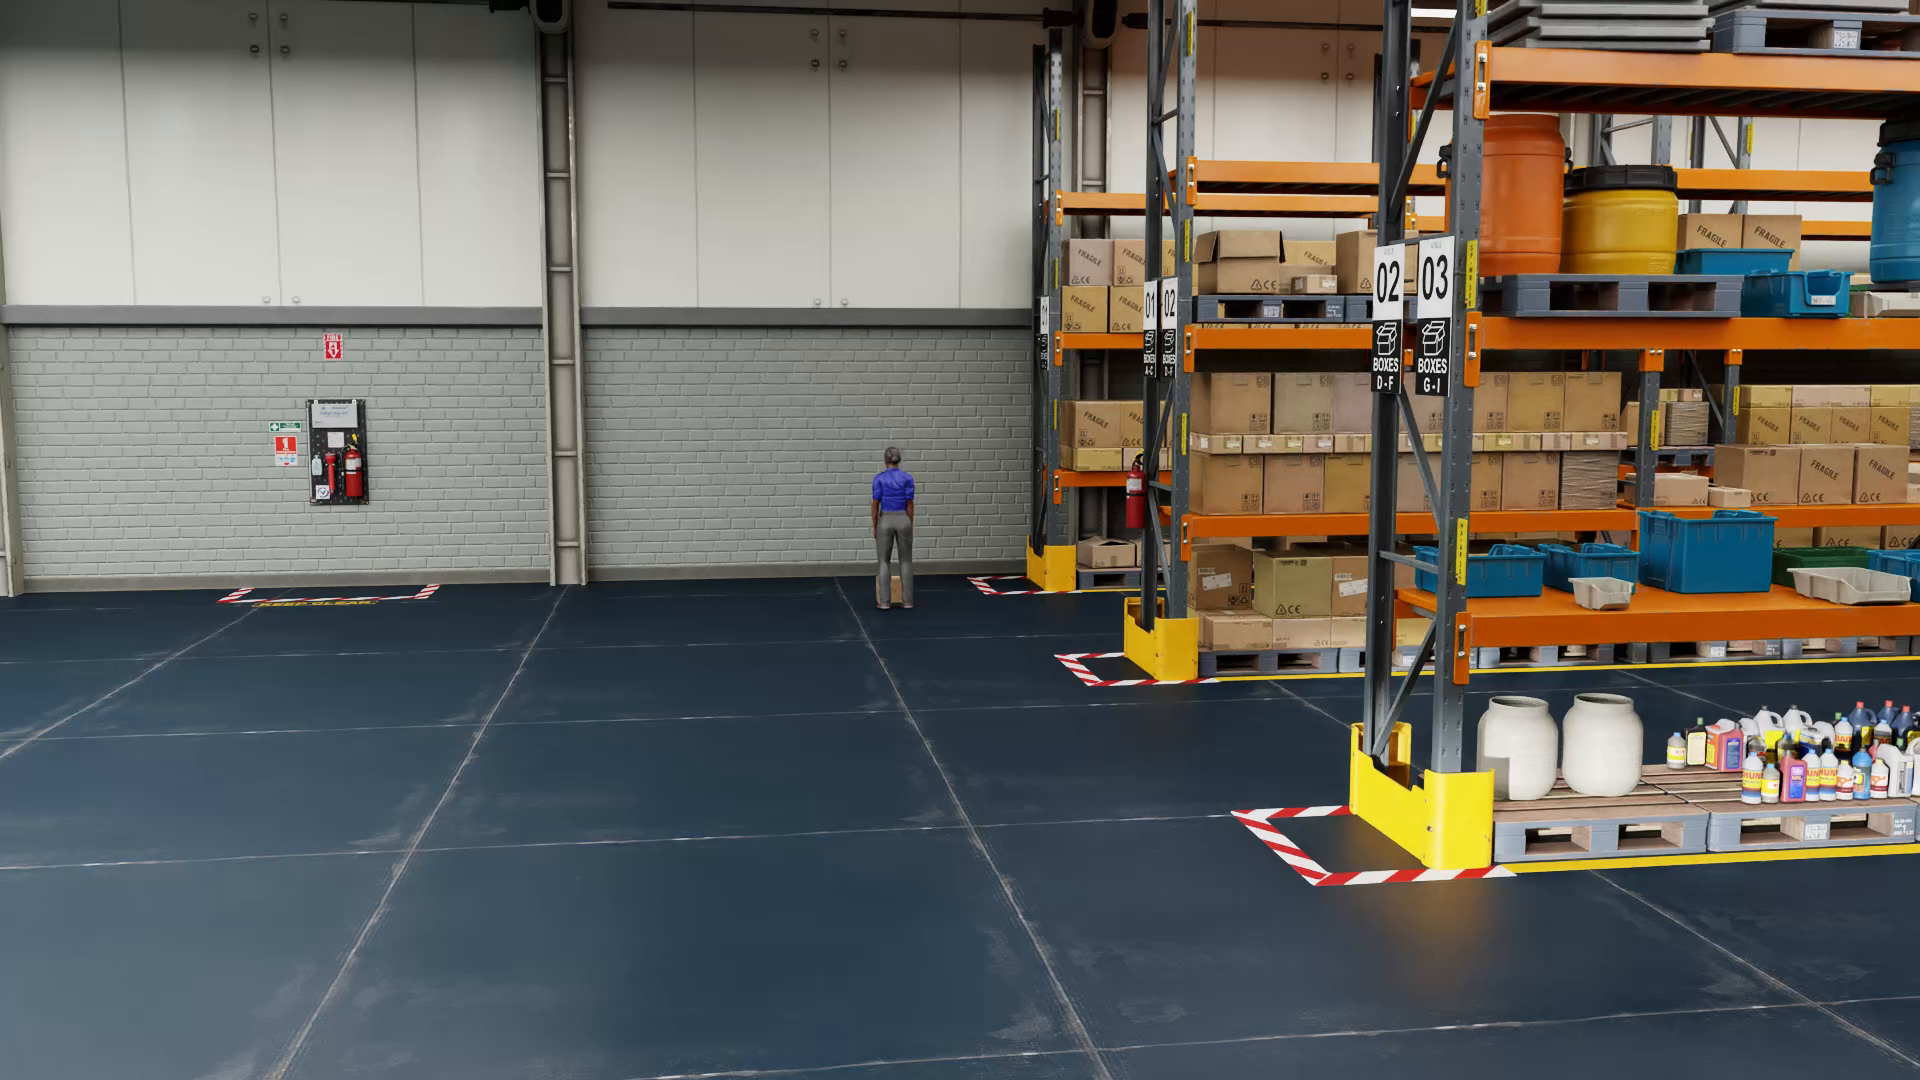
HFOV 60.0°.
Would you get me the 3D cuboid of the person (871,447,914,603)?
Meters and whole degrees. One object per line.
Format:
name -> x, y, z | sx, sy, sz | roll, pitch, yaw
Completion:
person -> -0.684, -0.155, 16.908 | 0.434, 1.578, 0.276 | -1, 7, -8
